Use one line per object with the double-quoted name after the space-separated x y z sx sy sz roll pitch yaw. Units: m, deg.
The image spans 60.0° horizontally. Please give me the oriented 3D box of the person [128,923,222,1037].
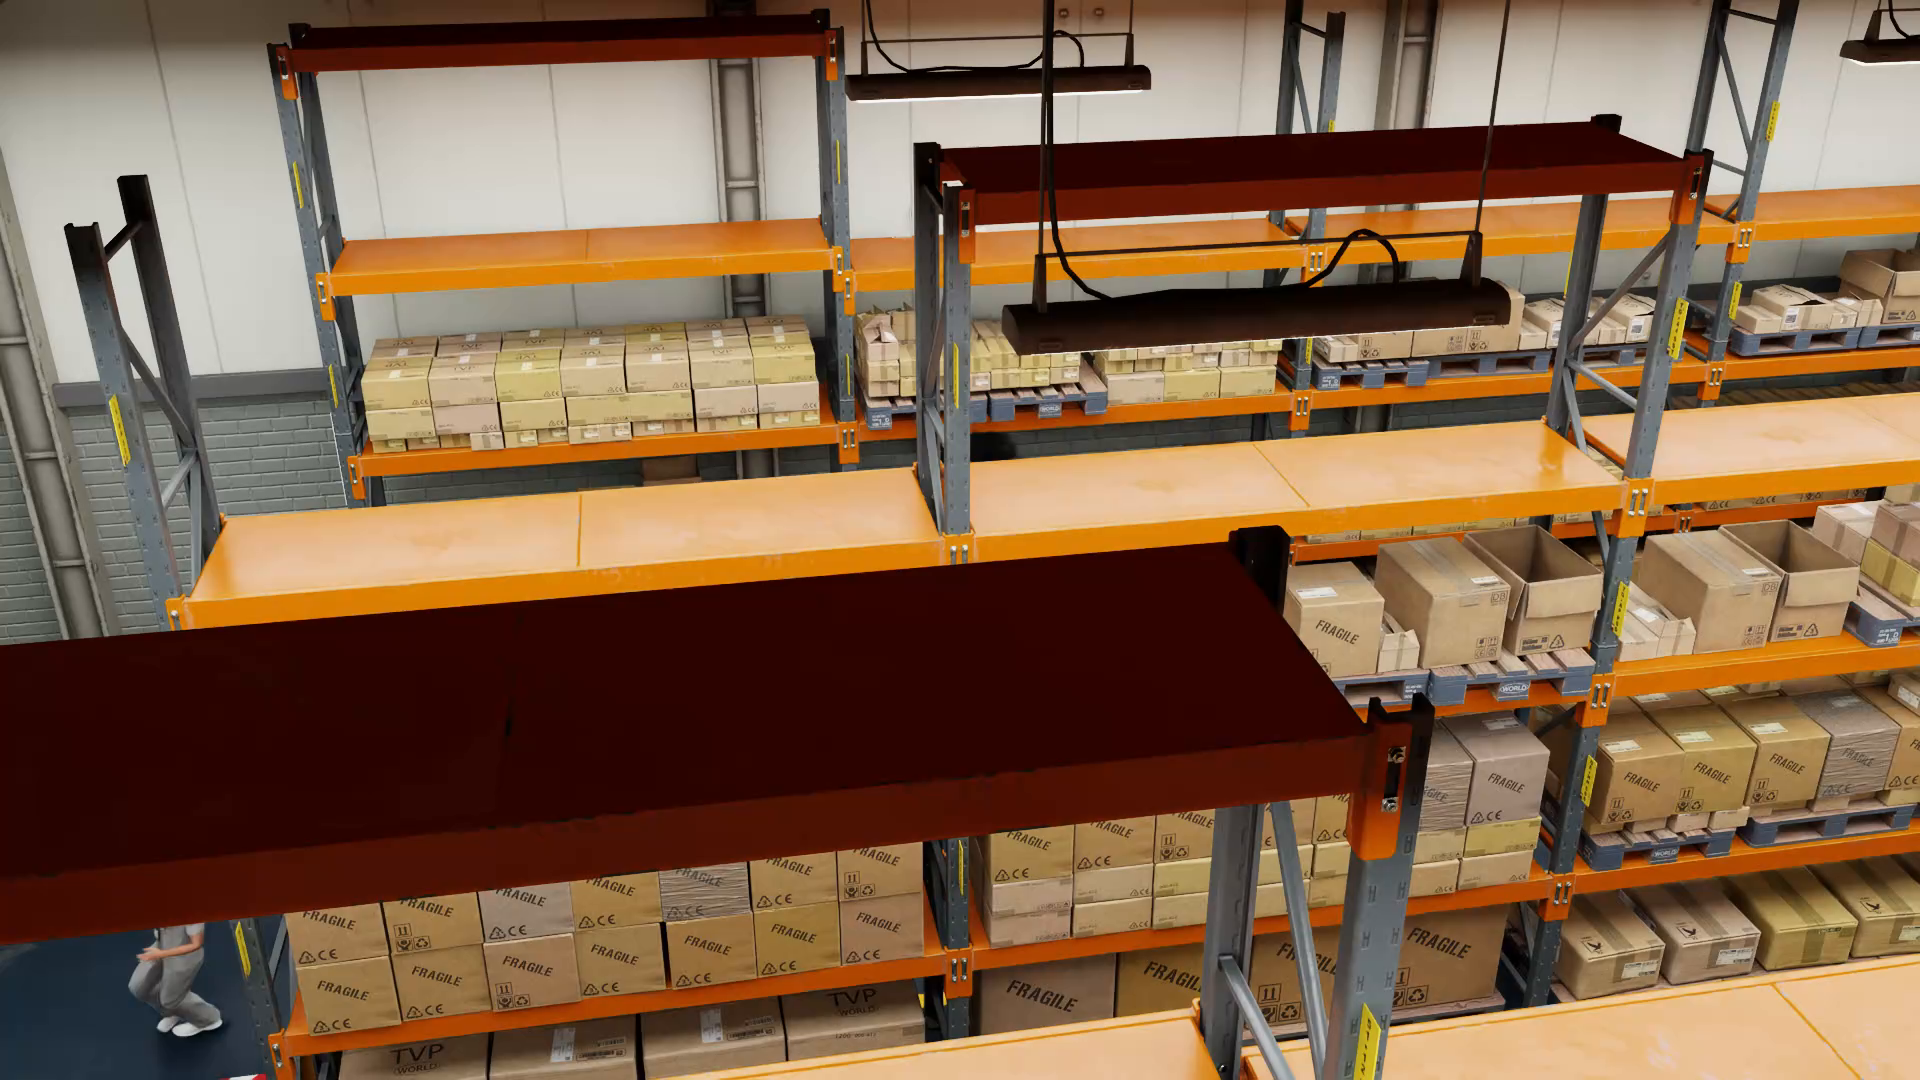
-5.156 2.699 10.873 0.556 1.593 0.682 -18 31 -33 "person"
